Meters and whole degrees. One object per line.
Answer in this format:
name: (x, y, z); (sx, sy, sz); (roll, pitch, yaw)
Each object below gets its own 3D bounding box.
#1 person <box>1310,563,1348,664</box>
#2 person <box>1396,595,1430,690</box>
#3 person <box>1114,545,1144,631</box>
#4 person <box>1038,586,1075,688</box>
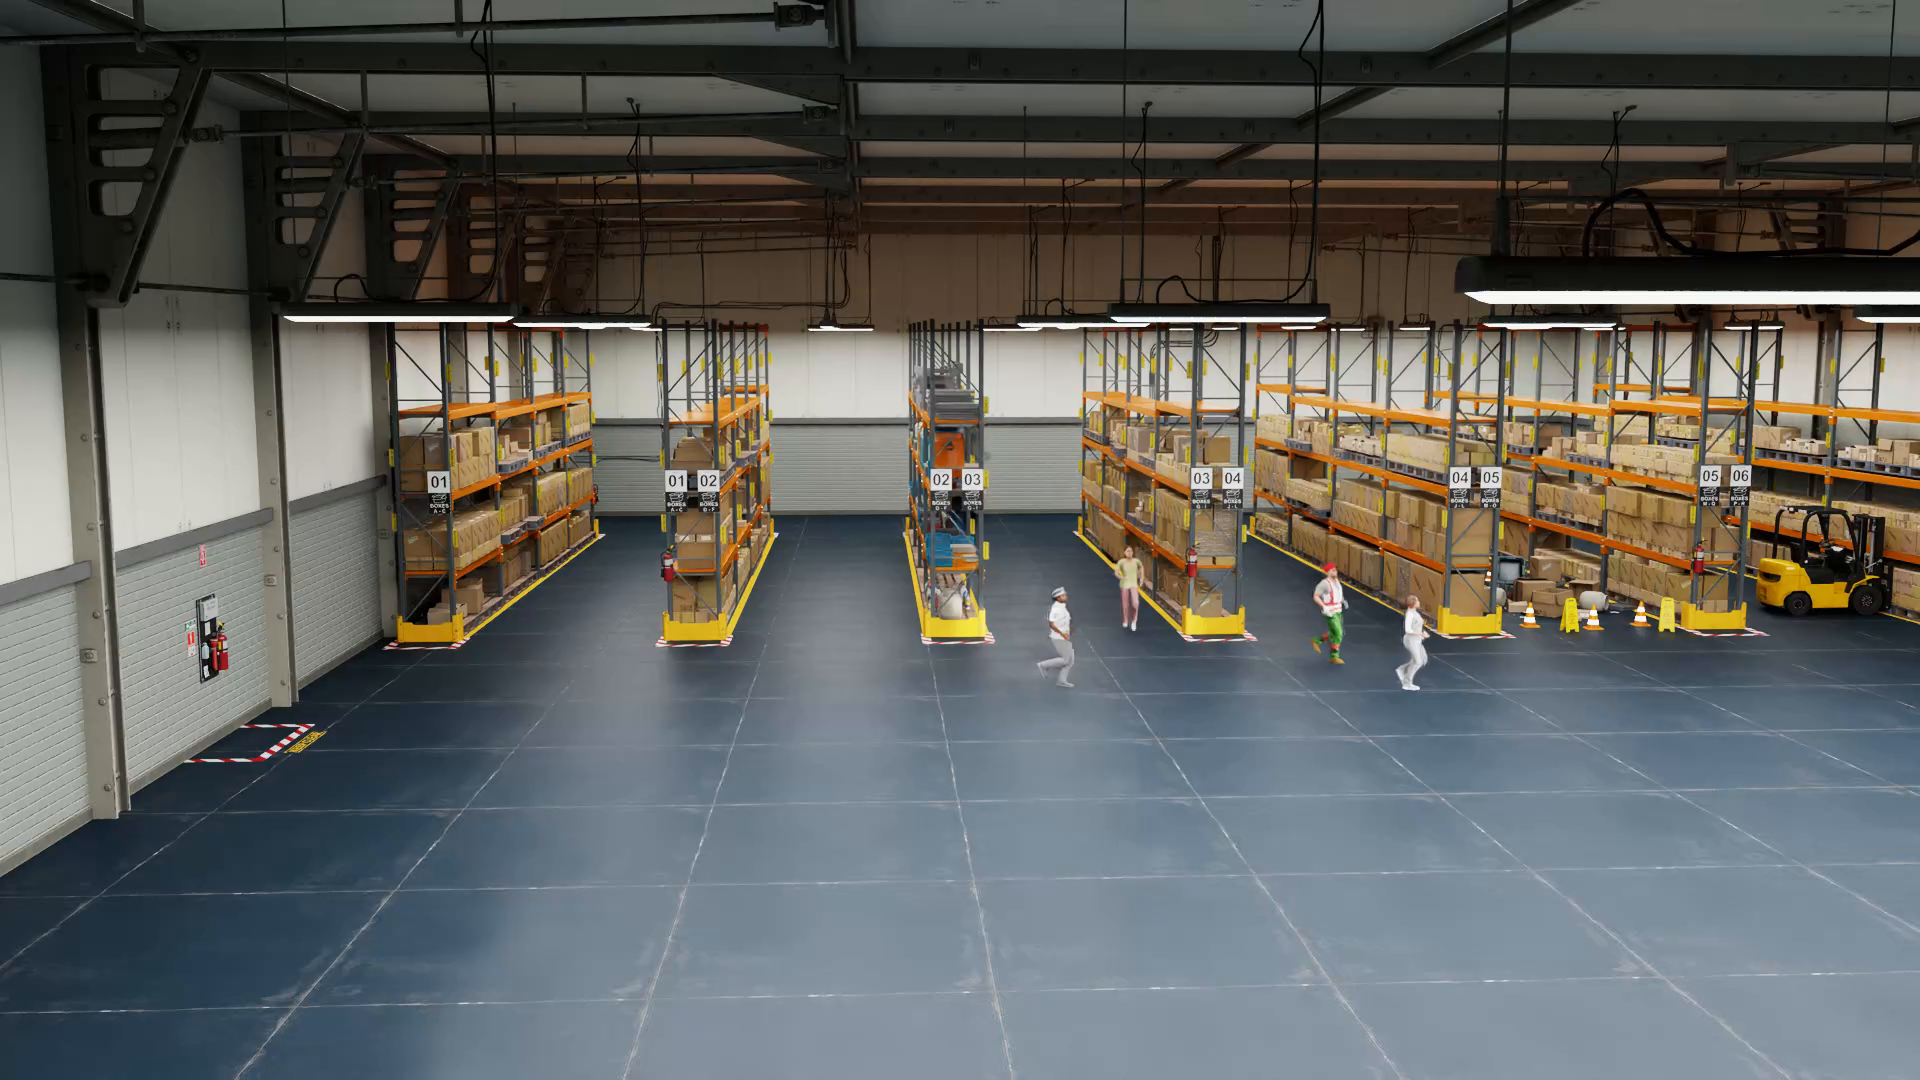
person: (6.462, 1.267, 29.139); (0.707, 1.766, 0.650); (7, 10, 43)
person: (7.310, 1.650, 26.786); (0.552, 1.553, 0.530); (3, 8, 25)
person: (3.281, 0.941, 32.187); (0.605, 1.669, 0.647); (0, 7, -3)
person: (1.579, 1.577, 27.066); (0.589, 1.657, 0.575); (2, 7, 12)
